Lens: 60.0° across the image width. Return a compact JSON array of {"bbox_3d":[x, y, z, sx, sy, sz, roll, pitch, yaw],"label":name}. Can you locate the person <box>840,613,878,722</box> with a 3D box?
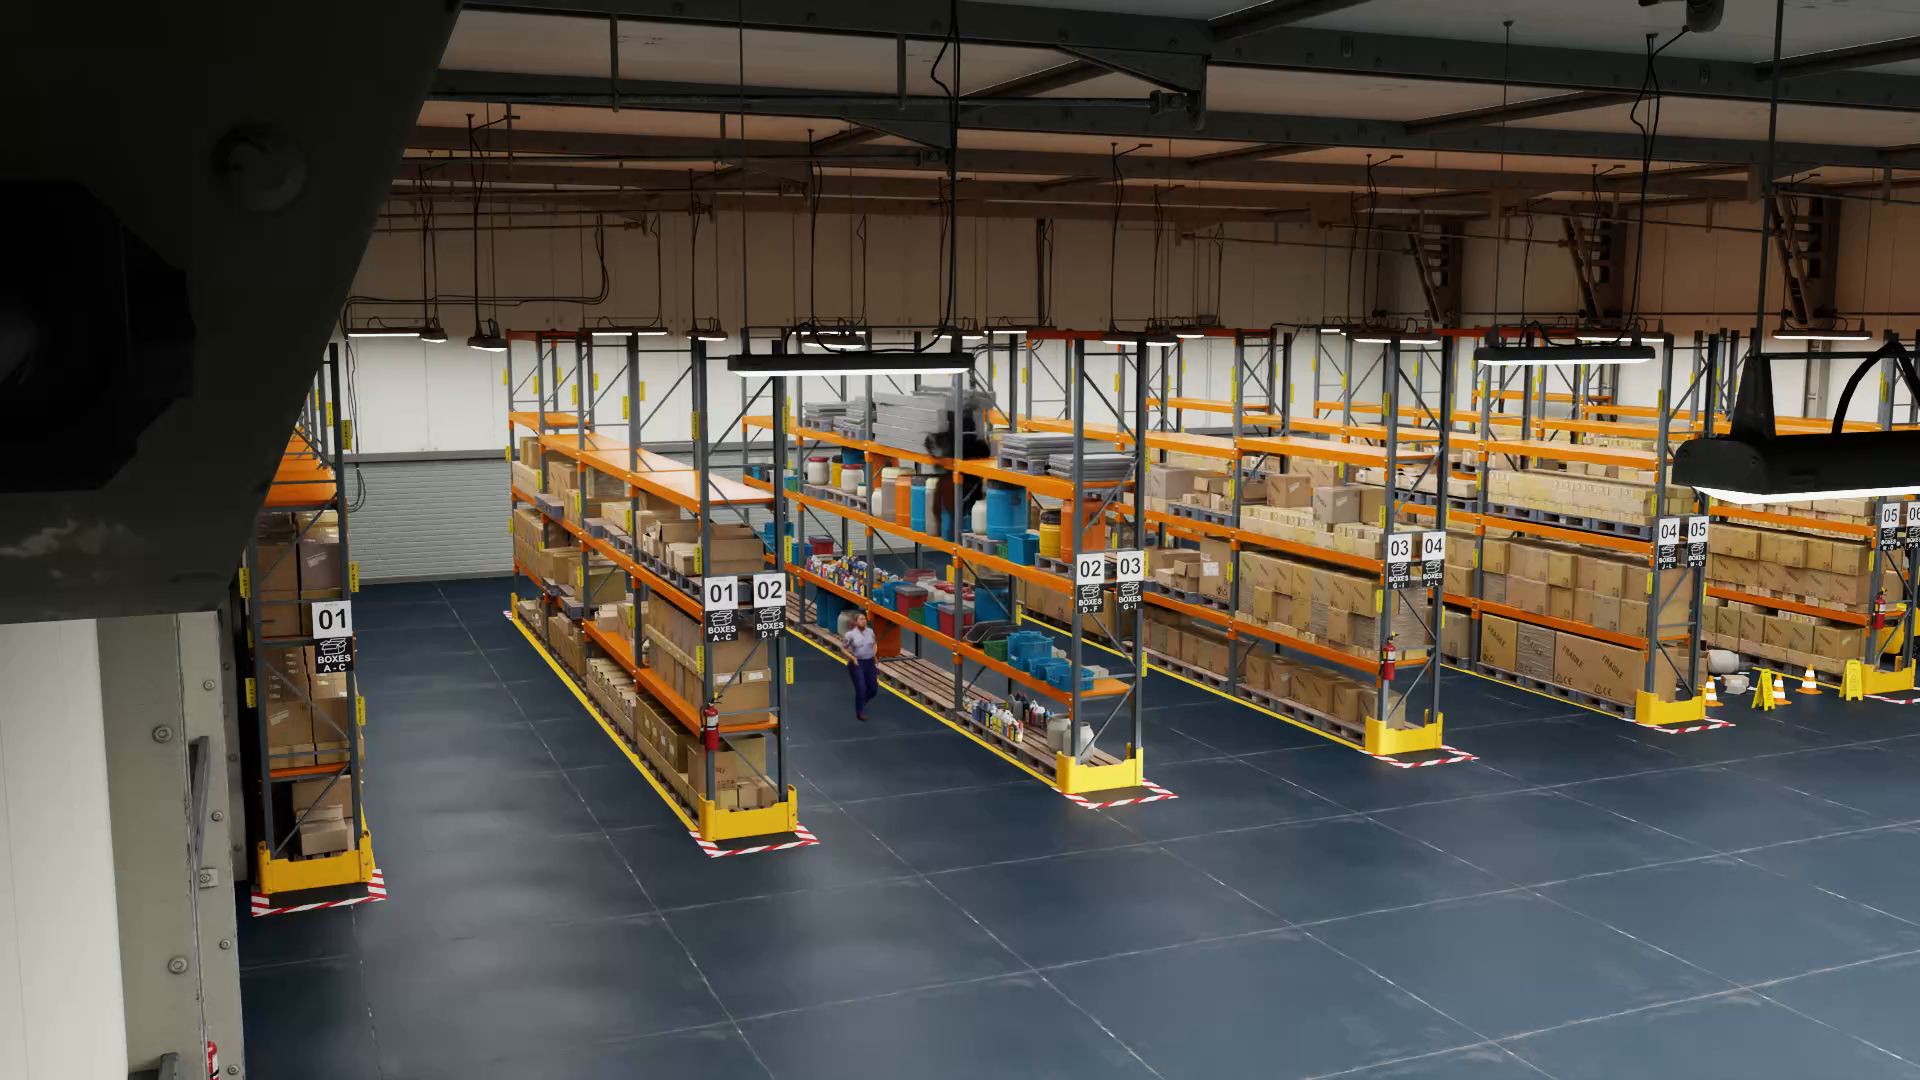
[{"bbox_3d":[-1.472,1.888,24.803,0.605,1.621,0.533,-4,9,-29],"label":"person"}]

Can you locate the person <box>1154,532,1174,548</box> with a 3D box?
[{"bbox_3d":[5.153,-0.255,41.744,1.064,1.763,0.702,-5,9,-31],"label":"person"}]
